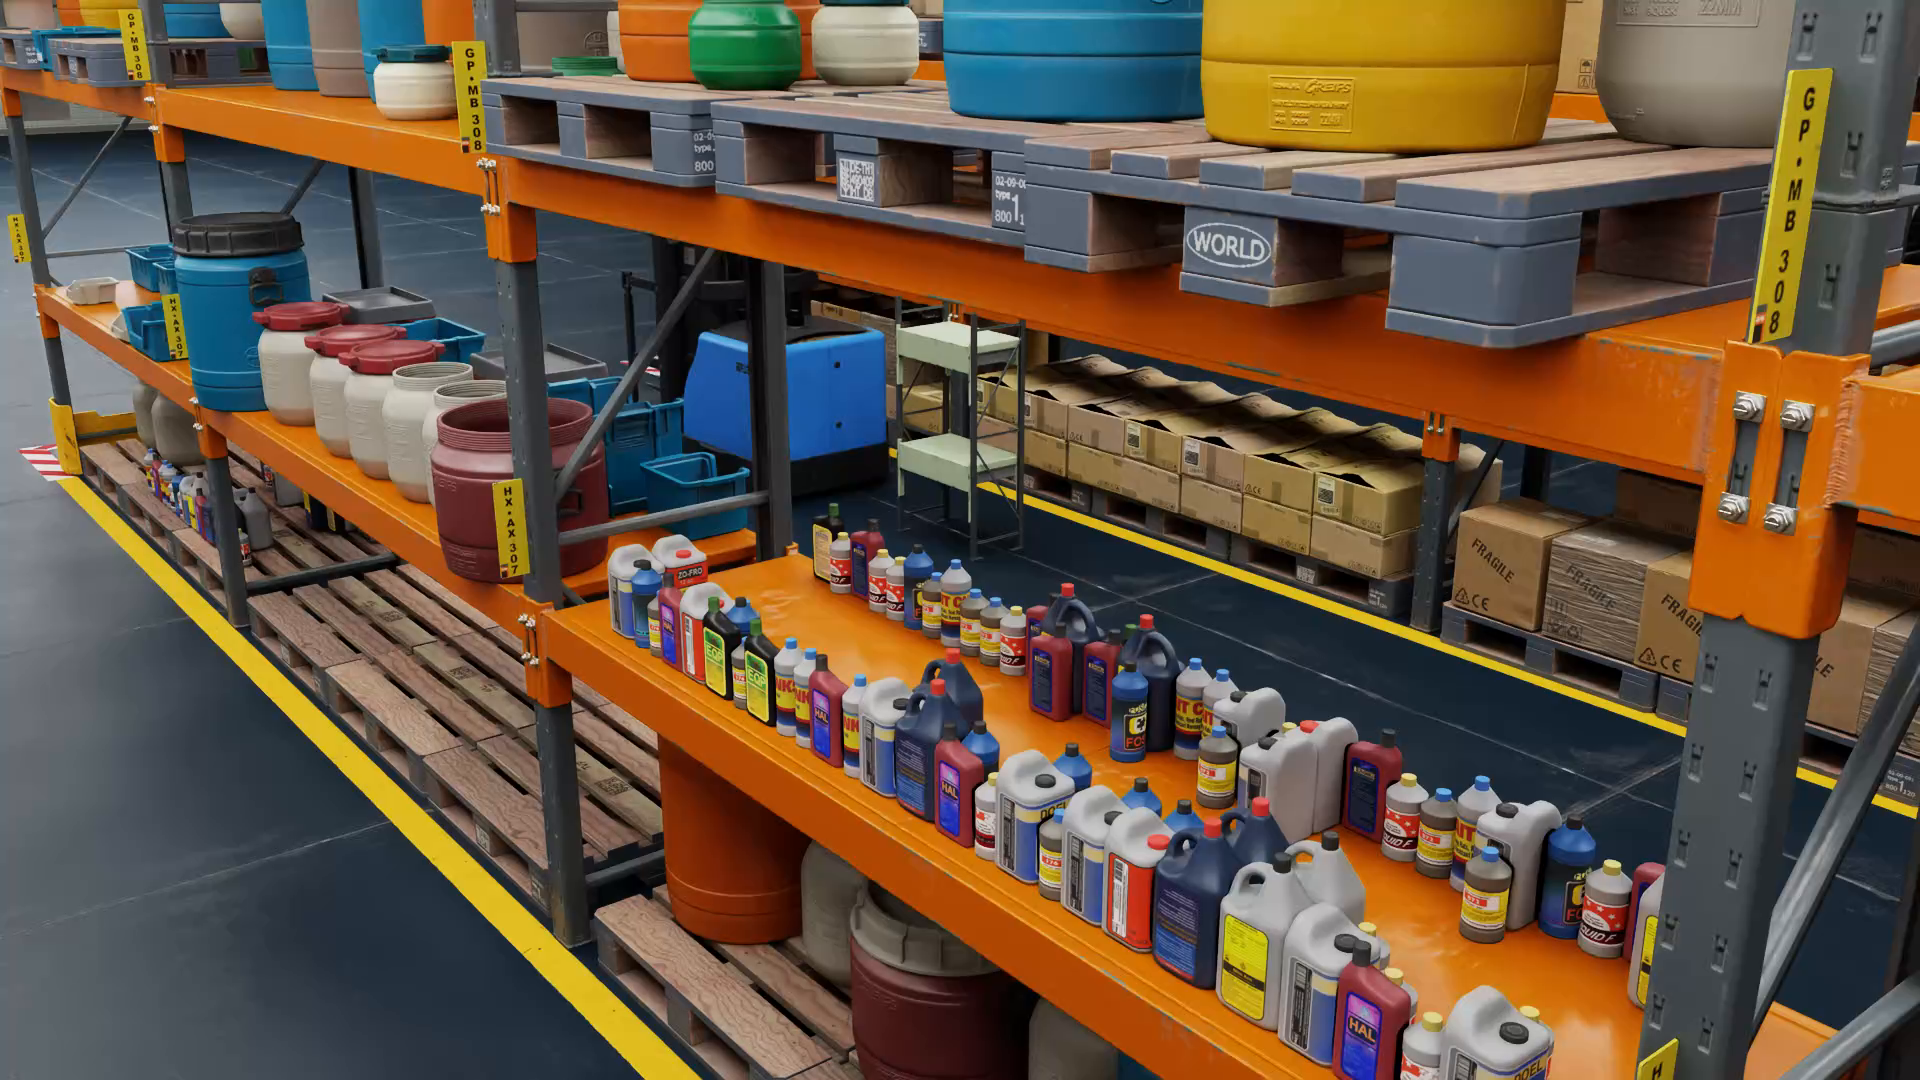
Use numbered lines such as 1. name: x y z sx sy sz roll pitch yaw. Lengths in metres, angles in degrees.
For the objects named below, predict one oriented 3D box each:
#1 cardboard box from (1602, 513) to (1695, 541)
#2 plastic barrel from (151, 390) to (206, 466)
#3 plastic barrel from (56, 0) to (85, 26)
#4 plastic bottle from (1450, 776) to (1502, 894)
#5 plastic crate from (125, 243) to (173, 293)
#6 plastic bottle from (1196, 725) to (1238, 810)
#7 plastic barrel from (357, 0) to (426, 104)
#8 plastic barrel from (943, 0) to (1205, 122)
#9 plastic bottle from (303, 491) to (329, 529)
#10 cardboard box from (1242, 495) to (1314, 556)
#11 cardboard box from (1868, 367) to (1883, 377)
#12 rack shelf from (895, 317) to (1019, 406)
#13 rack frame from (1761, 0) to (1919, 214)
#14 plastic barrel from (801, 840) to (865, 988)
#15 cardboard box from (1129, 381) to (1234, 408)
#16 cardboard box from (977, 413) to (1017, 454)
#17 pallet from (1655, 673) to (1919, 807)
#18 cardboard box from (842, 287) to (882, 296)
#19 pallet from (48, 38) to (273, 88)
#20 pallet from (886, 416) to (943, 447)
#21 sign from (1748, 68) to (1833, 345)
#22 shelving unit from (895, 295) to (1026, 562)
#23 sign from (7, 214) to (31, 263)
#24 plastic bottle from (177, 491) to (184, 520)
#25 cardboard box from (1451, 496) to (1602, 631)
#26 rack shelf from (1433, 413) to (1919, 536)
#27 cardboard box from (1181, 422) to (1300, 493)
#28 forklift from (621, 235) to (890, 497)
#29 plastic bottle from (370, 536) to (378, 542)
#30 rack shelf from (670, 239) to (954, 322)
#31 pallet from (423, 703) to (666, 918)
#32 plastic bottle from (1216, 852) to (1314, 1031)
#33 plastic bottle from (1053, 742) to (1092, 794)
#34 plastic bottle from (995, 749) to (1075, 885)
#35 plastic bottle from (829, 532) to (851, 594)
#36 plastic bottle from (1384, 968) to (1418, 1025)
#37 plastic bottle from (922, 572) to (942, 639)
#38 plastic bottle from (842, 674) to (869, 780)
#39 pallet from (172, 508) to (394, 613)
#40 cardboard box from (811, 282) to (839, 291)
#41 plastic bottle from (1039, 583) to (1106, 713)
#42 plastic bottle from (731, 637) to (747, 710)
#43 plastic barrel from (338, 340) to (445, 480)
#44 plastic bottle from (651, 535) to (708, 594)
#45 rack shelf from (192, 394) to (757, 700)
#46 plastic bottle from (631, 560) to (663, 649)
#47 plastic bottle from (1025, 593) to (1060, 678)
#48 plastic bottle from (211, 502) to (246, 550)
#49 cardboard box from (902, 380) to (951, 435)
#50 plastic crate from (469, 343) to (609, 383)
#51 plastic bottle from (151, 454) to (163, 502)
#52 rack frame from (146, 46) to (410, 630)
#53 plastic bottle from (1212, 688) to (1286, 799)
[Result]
1. cardboard box: 3.609 0.128 8.480 0.500 0.500 0.500 -13 22 -34
2. plastic barrel: -5.228 -0.787 11.257 0.421 0.512 0.421 0 18 0
3. plastic barrel: -5.607 -3.772 10.858 0.600 0.830 0.708 -14 23 -36
4. plastic bottle: 1.176 0.666 3.784 0.097 0.271 0.097 0 18 0
5. plastic crate: -5.463 -1.904 11.577 0.499 0.251 0.616 -14 23 -36
6. plastic bottle: 0.649 0.567 4.194 0.097 0.201 0.097 0 18 0
7. plastic barrel: -2.226 -2.310 6.999 0.600 0.901 0.708 -14 23 -36
8. plastic barrel: 0.263 -1.335 3.384 0.600 0.901 0.708 -14 23 -36
9. plastic bottle: -3.813 -0.257 9.881 0.144 0.351 0.185 -14 23 -36
10. cardboard box: 2.004 -0.136 9.709 0.500 0.250 0.500 -14 23 -37
11. cardboard box: 3.742 -0.885 7.436 0.700 0.500 0.500 -9 20 -26
12. rack shelf: -0.004 -1.084 10.009 0.431 0.370 0.720 -14 23 -36
13. rack frame: 1.443 -1.930 1.877 1.000 3.000 0.127 -14 23 -36
14. plastic barrel: -0.303 1.152 5.400 0.421 0.512 0.421 0 18 0
15. cardboard box: 1.473 -0.886 11.079 0.500 0.311 0.500 -14 23 -36
16. cardboard box: 0.417 -0.766 11.610 0.500 0.250 0.500 -15 23 -37
17. pallet: 4.032 0.782 7.667 1.003 0.211 1.213 -14 23 -36
18. cardboard box: -0.615 -1.814 13.583 0.500 0.500 0.500 -14 23 -36
19. pallet: -4.049 -2.547 8.811 1.213 0.211 1.003 -14 23 -36
20. pallet: -0.100 -0.900 12.745 1.003 0.211 1.213 -14 23 -36
21. sign: 1.010 -0.404 2.024 0.100 0.325 0.005 -14 23 -36
22. shelving unit: -0.004 -0.714 10.132 0.431 1.500 0.755 -14 23 -36
23. sign: -6.442 -2.065 11.385 0.100 0.325 0.005 -14 23 -36
24. plastic bottle: -4.662 -0.228 10.031 0.097 0.201 0.097 0 18 0
25. cardboard box: 2.903 0.112 8.530 0.500 0.500 0.500 -13 22 -34
26. rack shelf: 4.086 -0.200 7.338 1.077 0.370 4.000 -14 23 -36
27. cardboard box: 1.687 -0.527 9.996 0.500 0.311 0.500 -14 23 -36
28. forklift: -1.812 -2.041 11.863 1.130 2.935 3.031 -15 23 -37
29. plastic bottle: -3.379 -0.132 9.628 0.097 0.271 0.097 0 18 0
30. rack shelf: -0.881 -2.171 13.291 1.077 0.370 4.000 -14 23 -36
31. pallet: -1.491 1.057 6.834 1.003 0.211 1.213 -14 23 -36
32. plastic bottle: 0.616 0.778 3.319 0.144 0.351 0.185 -14 23 -36
33. plastic bottle: 0.263 0.611 3.950 0.097 0.271 0.097 0 18 0
34. plastic bottle: 0.177 0.638 3.862 0.152 0.276 0.135 -14 23 -36
35. plastic bottle: -0.398 0.075 5.682 0.097 0.201 0.097 0 18 0
36. plastic bottle: 0.816 0.910 3.159 0.097 0.201 0.097 0 18 0
37. plastic bottle: -0.073 0.203 5.293 0.097 0.201 0.097 0 18 0
38. plastic bottle: -0.258 0.481 4.342 0.097 0.271 0.097 0 18 0
39. pallet: -3.909 0.096 9.736 1.003 0.211 1.213 -14 23 -36
40. cardboard box: -1.332 -1.836 13.649 0.500 0.500 0.500 -14 23 -36
41. plastic bottle: 0.321 0.301 4.761 0.144 0.351 0.185 -14 23 -36
42. plastic bottle: -0.605 0.377 4.769 0.097 0.201 0.097 0 18 0
43. plastic barrel: -2.378 -0.552 7.043 0.433 0.535 0.433 0 18 0
44. plastic bottle: -0.906 0.131 5.393 0.152 0.276 0.135 -14 23 -36
45. rack shelf: -2.283 -0.220 7.398 1.077 0.370 4.000 -14 23 -36
46. plastic bottle: -0.975 0.197 5.202 0.097 0.271 0.097 0 18 0
47. plastic bottle: 0.254 0.285 4.915 0.061 0.283 0.133 -14 23 -36
48. plastic bottle: -4.150 -0.108 9.430 0.144 0.351 0.185 -15 23 -38
49. cardboard box: -0.098 -0.985 12.273 0.500 0.250 0.500 -14 23 -36
50. plastic crate: -1.804 -0.556 7.169 0.402 0.464 0.583 -14 23 -36
51. plastic bottle: -5.000 -0.392 10.396 0.061 0.283 0.133 -14 23 -35
52. rack frame: -3.524 -1.054 8.773 1.000 3.000 0.127 -14 23 -36
53. plastic bottle: 0.735 0.503 4.270 0.152 0.276 0.135 -14 23 -36
